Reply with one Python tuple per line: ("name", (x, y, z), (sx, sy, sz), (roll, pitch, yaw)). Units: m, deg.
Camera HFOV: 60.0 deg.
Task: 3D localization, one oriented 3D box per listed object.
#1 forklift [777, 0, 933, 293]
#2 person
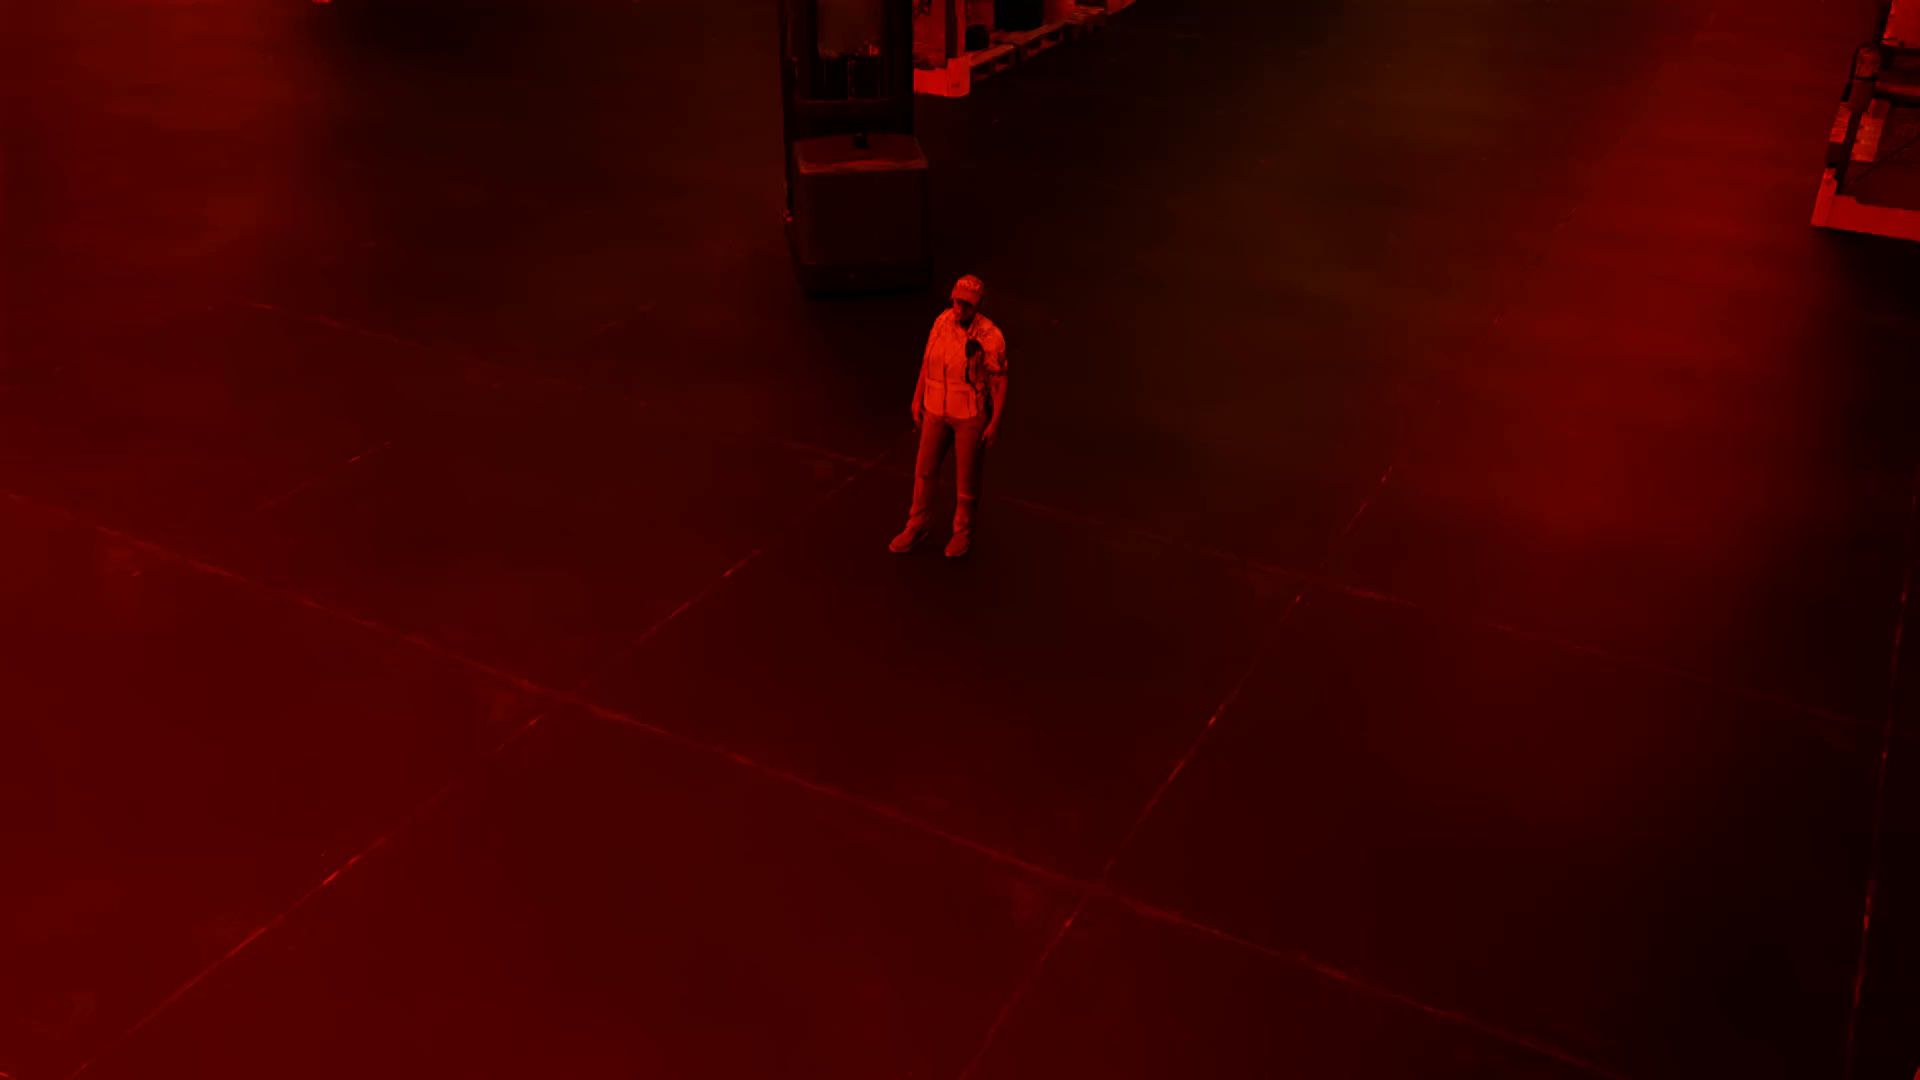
("forklift", (-0.971, -3.961, 13.934), (1.130, 2.935, 3.031), (-5, 30, -8))
("person", (-0.057, -0.700, 9.534), (0.599, 1.669, 0.529), (15, 33, 25))
